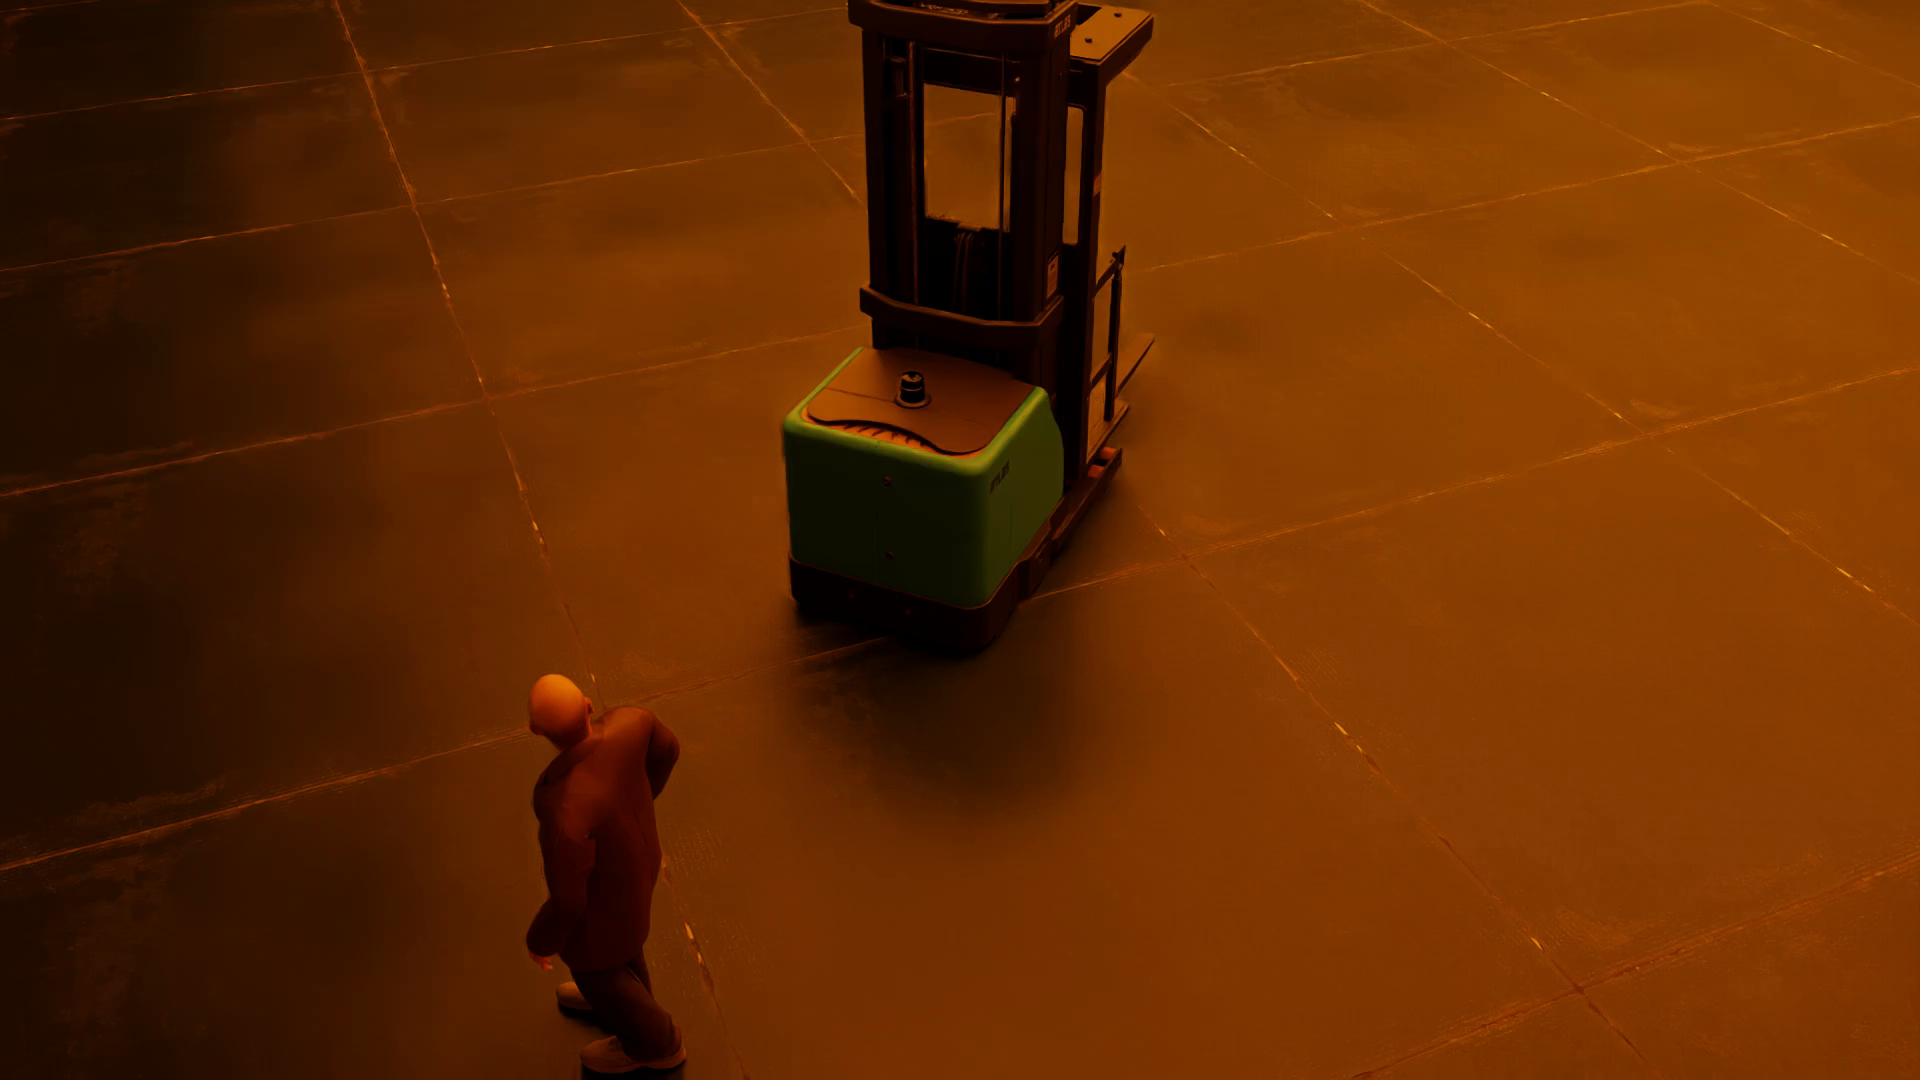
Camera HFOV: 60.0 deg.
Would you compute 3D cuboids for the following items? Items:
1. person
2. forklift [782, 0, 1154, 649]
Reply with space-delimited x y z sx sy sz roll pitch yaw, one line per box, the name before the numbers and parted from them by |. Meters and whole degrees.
person | -1.259 1.112 5.543 0.561 1.766 0.787 7 36 9
forklift | 0.239 -1.528 8.247 1.130 2.935 3.031 15 38 20
